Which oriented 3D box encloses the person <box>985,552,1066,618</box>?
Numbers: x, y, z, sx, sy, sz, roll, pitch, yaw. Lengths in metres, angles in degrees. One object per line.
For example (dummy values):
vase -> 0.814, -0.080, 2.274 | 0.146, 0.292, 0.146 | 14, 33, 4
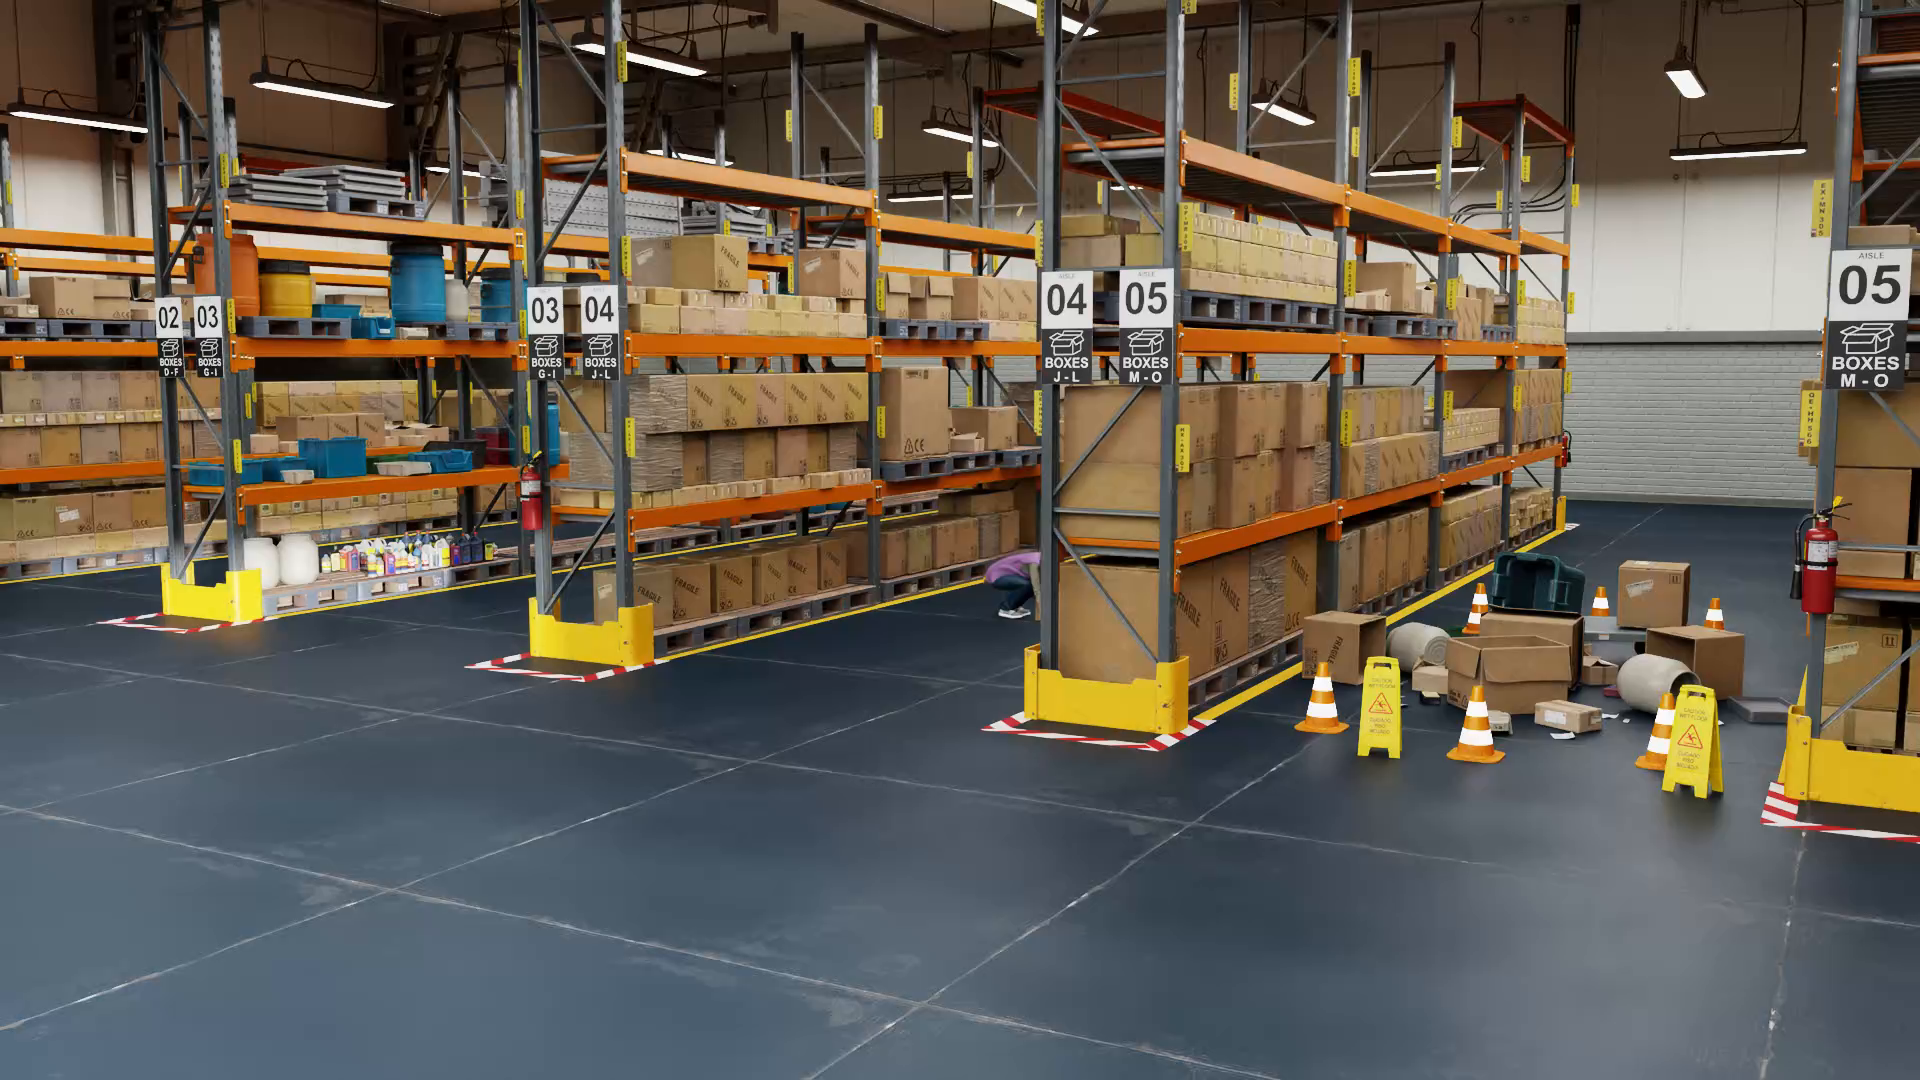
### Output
person -> 0.664, 0.461, 16.738 | 0.841, 0.757, 0.427 | 3, 7, 28
